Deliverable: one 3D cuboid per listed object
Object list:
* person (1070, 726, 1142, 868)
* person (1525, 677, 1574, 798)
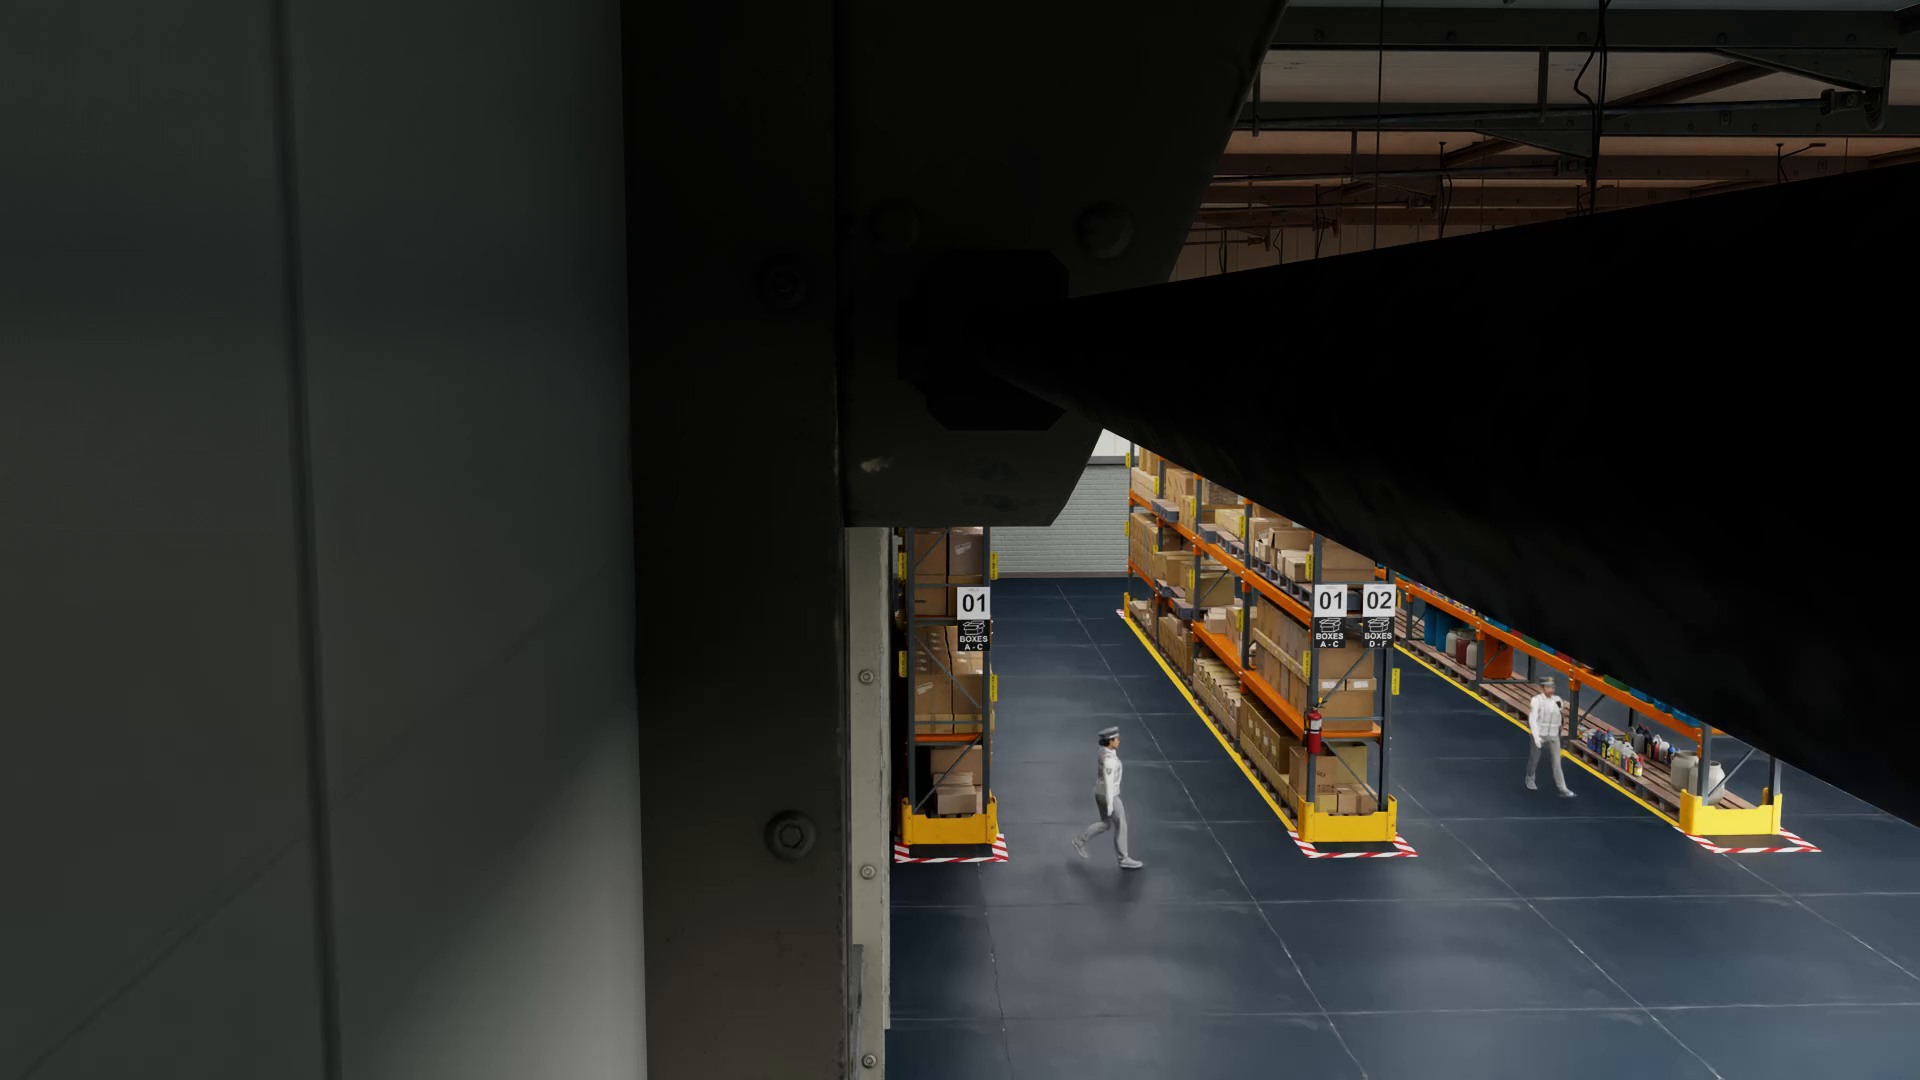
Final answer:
[{"bbox_3d":[1.721,3.008,19.543,0.820,1.652,0.504,-1,7,-6],"label":"person"},{"bbox_3d":[7.920,2.645,22.390,0.498,1.627,1.041,0,7,2],"label":"person"}]
